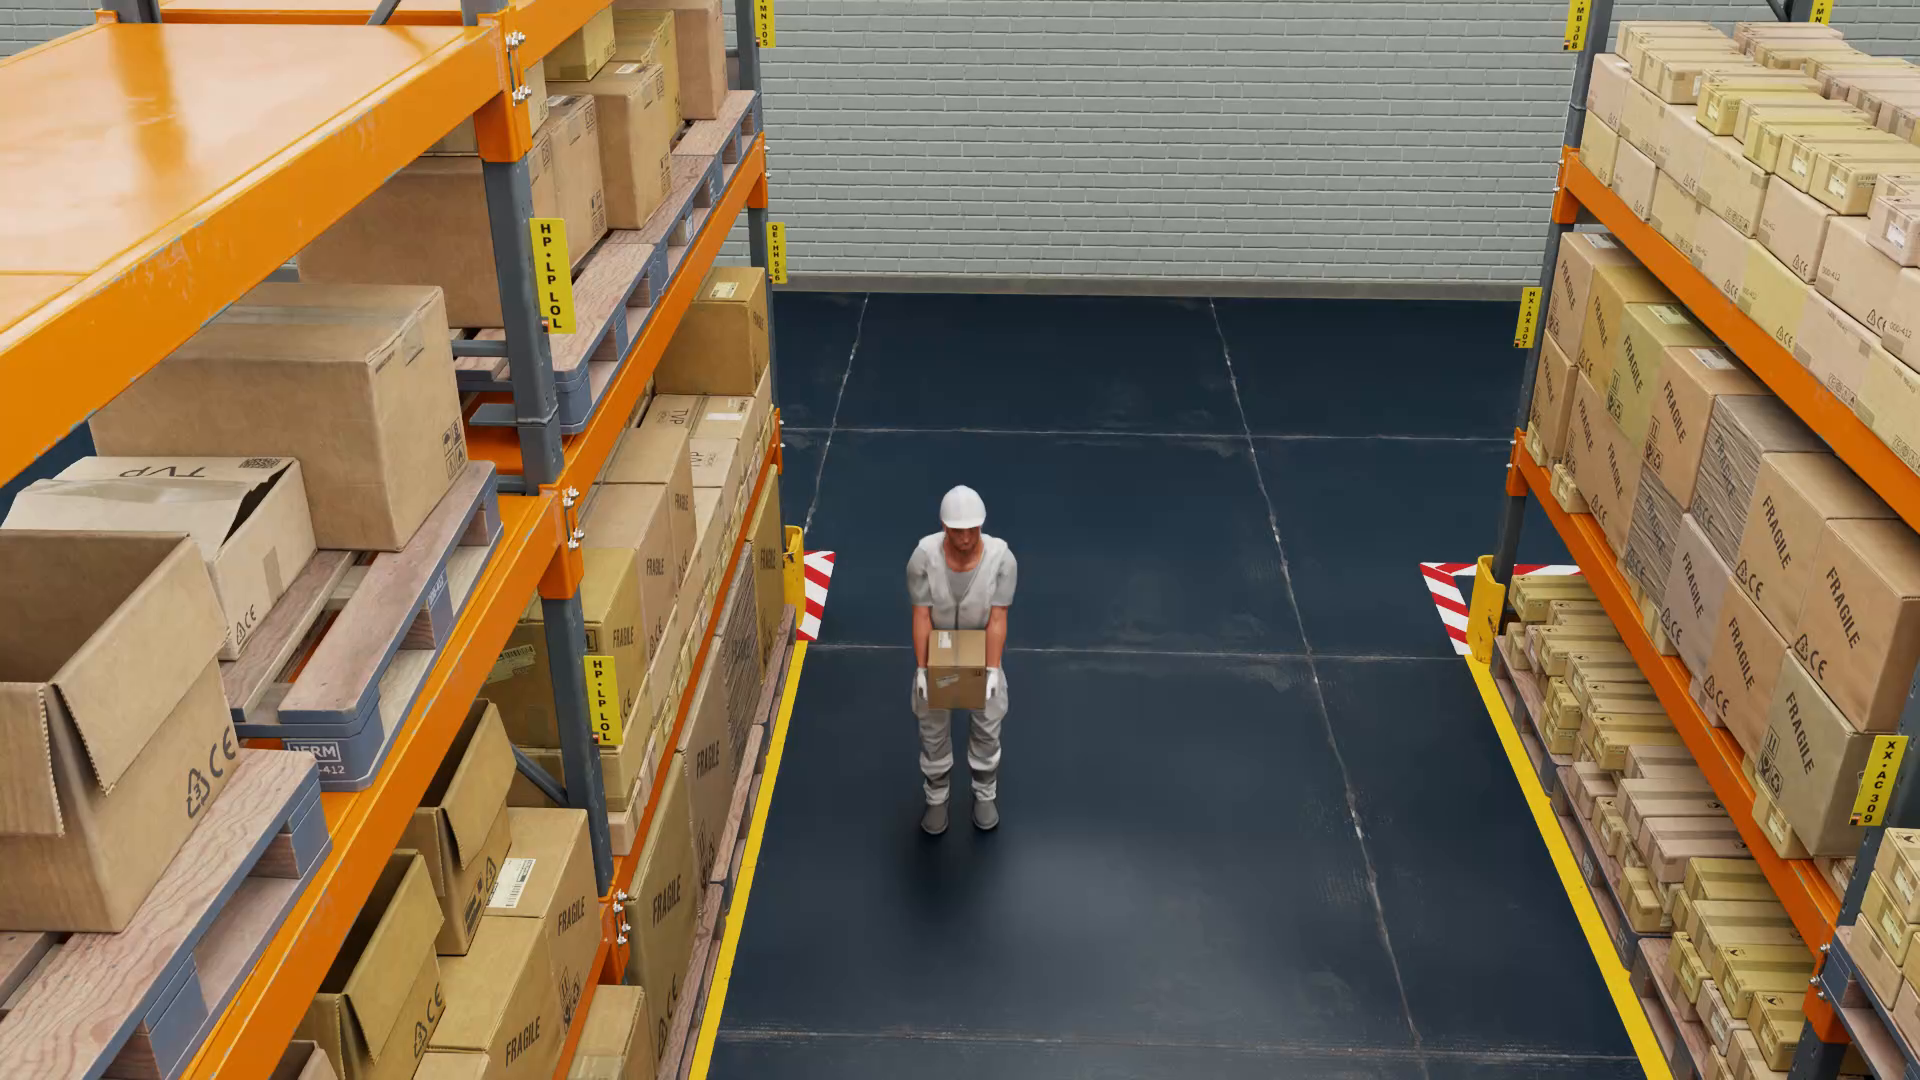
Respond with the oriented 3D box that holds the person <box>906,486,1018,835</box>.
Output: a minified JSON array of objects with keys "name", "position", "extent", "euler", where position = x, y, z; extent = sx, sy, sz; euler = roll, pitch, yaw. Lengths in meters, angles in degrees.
[{"name":"person","position":[0.007,0.561,7.545],"extent":[0.493,1.770,0.574],"euler":[0,28,1]}]
